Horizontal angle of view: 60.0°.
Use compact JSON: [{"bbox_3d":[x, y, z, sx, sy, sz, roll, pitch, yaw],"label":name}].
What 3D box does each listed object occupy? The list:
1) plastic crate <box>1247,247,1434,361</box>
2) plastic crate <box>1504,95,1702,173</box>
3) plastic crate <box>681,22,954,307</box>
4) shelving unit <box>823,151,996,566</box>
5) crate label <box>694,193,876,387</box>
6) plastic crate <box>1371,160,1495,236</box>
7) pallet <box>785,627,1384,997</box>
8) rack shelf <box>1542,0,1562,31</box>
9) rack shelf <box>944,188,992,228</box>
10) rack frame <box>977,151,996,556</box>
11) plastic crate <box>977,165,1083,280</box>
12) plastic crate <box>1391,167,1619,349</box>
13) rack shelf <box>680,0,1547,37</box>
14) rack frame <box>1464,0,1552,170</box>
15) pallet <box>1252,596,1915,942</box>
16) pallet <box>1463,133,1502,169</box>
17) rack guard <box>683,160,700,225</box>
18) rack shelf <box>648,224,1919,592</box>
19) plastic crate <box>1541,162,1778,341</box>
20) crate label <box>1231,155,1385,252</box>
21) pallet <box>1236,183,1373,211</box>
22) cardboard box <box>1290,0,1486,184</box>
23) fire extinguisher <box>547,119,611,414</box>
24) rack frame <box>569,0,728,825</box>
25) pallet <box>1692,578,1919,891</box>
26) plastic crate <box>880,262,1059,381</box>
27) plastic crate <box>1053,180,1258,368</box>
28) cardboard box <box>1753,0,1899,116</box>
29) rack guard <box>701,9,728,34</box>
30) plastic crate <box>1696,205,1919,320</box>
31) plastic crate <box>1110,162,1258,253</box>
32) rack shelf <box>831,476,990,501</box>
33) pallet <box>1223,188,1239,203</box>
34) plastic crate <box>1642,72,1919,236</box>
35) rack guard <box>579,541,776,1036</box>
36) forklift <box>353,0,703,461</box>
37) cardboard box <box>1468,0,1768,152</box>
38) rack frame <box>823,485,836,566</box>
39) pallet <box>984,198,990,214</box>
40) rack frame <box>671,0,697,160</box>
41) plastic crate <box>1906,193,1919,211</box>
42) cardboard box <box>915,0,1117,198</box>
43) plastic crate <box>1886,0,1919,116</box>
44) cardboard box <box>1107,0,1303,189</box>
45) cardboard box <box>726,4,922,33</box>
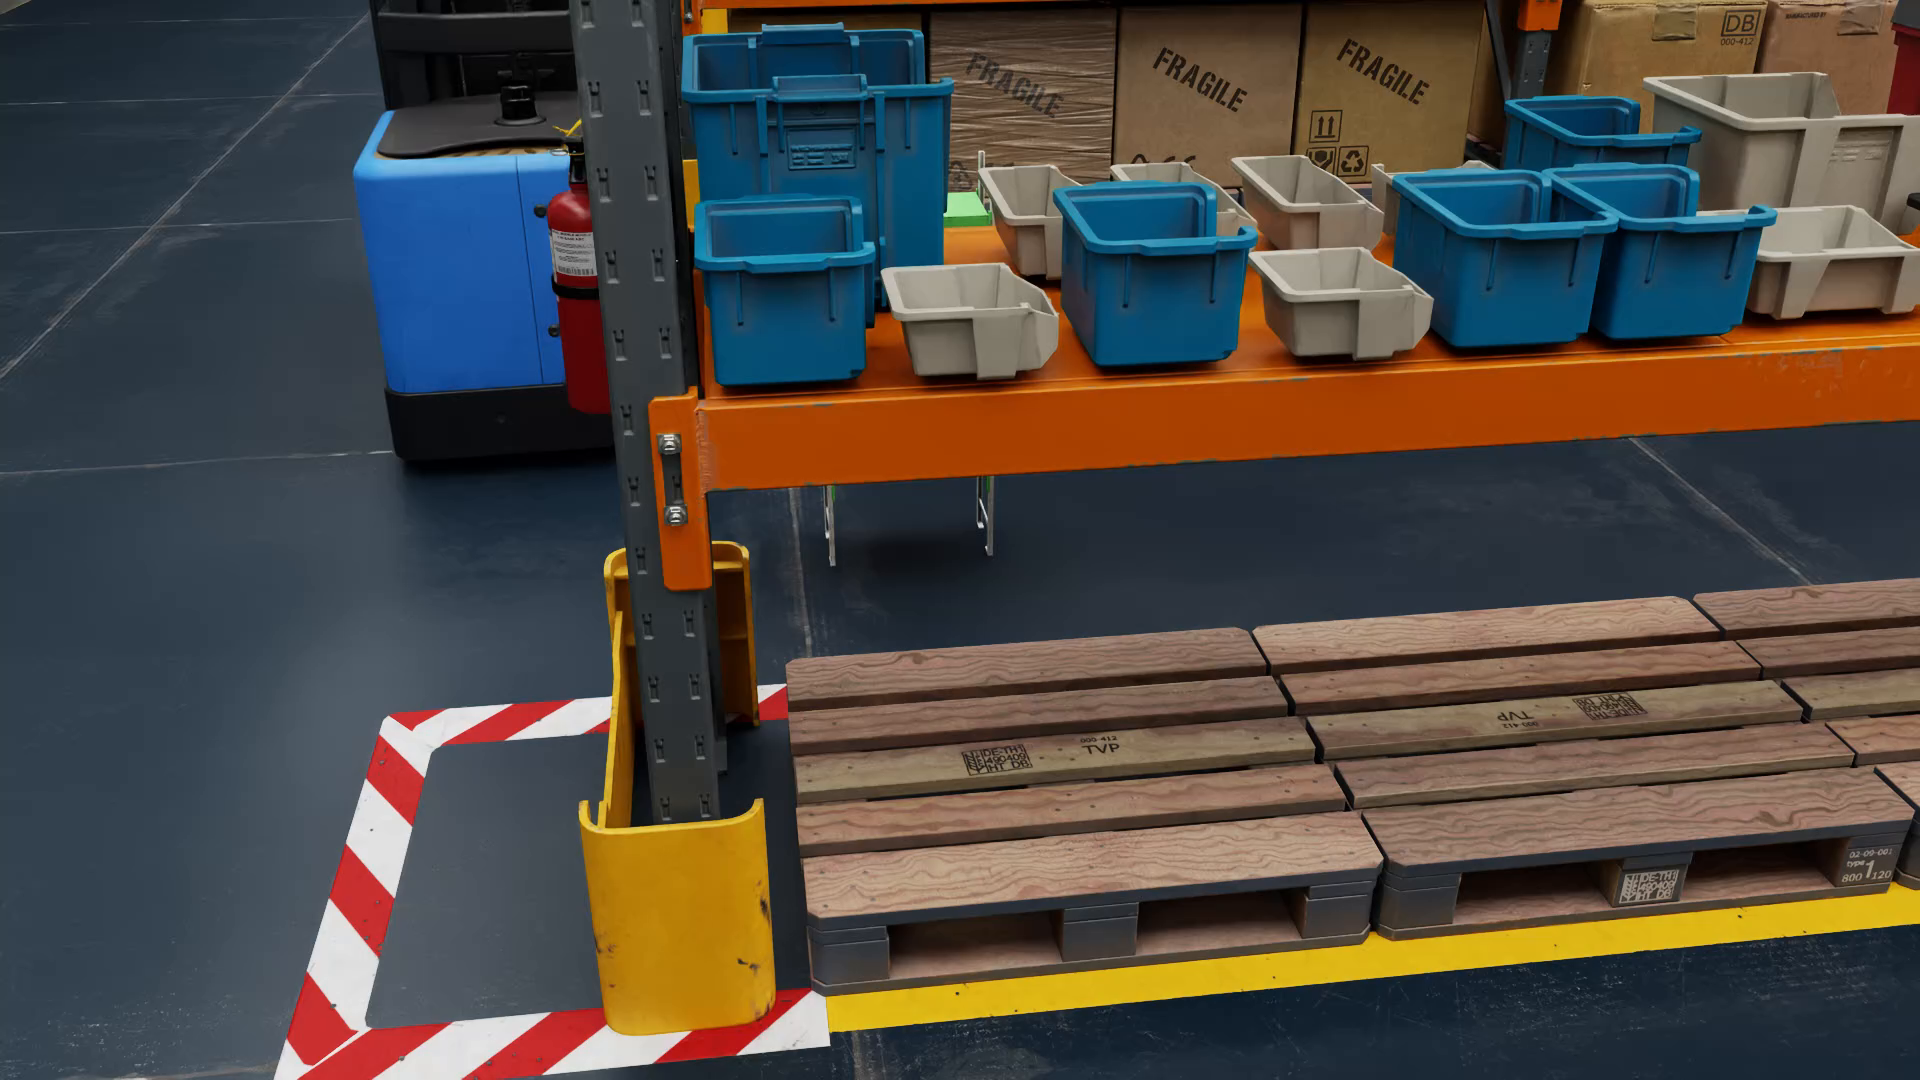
[{"bbox_3d":[0.692,-0.425,3.017,0.298,0.136,0.250,-4,27,-7],"label":"plastic crate"},{"bbox_3d":[1.398,-0.822,3.684,0.300,0.233,0.416,-4,27,-7],"label":"plastic crate"},{"bbox_3d":[-0.294,-0.771,3.363,0.499,0.435,0.616,-4,27,-7],"label":"plastic crate"},{"bbox_3d":[-0.164,-0.523,4.956,0.503,1.200,0.258,-4,27,-7],"label":"shelving unit"},{"bbox_3d":[-0.309,-0.442,2.944,0.303,0.233,0.416,-4,27,-7],"label":"crate label"},{"bbox_3d":[1.035,-0.734,3.618,0.250,0.136,0.298,-4,27,-7],"label":"plastic crate"},{"bbox_3d":[0.223,0.583,3.883,1.213,0.211,1.003,-4,27,-7],"label":"pallet"},{"bbox_3d":[4.652,-2.924,8.450,4.000,0.370,1.077,-4,27,-7],"label":"rack shelf"},{"bbox_3d":[-0.164,-0.894,4.766,0.480,0.148,0.258,-4,27,-7],"label":"rack shelf"},{"bbox_3d":[0.078,-0.539,4.986,0.015,1.200,0.240,-4,27,-7],"label":"rack frame"},{"bbox_3d":[0.183,-0.666,3.486,0.243,0.136,0.396,-4,27,-7],"label":"plastic crate"},{"bbox_3d":[0.995,-0.526,3.107,0.300,0.233,0.416,-4,27,-7],"label":"plastic crate"},{"bbox_3d":[0.691,-2.669,7.955,4.000,0.370,1.077,-4,27,-7],"label":"rack shelf"},{"bbox_3d":[2.671,-3.117,8.038,0.127,3.000,1.000,-4,27,-7],"label":"rack frame"},{"bbox_3d":[1.428,0.507,4.032,1.213,0.211,1.003,-4,27,-7],"label":"pallet"},{"bbox_3d":[3.425,-1.959,8.837,1.213,0.211,1.003,-4,27,-7],"label":"pallet"},{"bbox_3d":[-1.313,-1.748,8.110,0.348,0.500,1.175,-4,27,-7],"label":"rack guard"},{"bbox_3d":[1.381,-0.430,3.591,4.000,0.370,1.077,-4,27,-7],"label":"rack shelf"},{"bbox_3d":[1.292,-0.545,3.144,0.300,0.233,0.416,-4,27,-7],"label":"plastic crate"},{"bbox_3d":[0.744,-0.707,3.565,0.243,0.136,0.396,-4,27,-7],"label":"crate label"},{"bbox_3d":[1.908,-1.863,8.649,1.213,0.211,1.003,-4,27,-7],"label":"pallet"},{"bbox_3d":[2.007,-2.352,8.416,0.875,0.875,0.875,-4,27,-7],"label":"cardboard box"},{"bbox_3d":[-0.812,-0.619,3.663,0.183,0.674,0.296,-4,27,-7],"label":"fire extinguisher"},{"bbox_3d":[-0.600,-0.623,3.179,0.127,3.000,1.000,-4,27,-7],"label":"rack frame"},{"bbox_3d":[2.639,0.427,4.186,1.213,0.211,1.003,-4,27,-7],"label":"pallet"},{"bbox_3d":[0.020,-0.382,2.932,0.298,0.136,0.250,-4,27,-7],"label":"plastic crate"},{"bbox_3d":[0.343,-0.484,3.025,0.300,0.233,0.416,-4,27,-7],"label":"plastic crate"},{"bbox_3d":[4.187,-2.465,8.636,0.875,0.875,1.225,-5,28,-9],"label":"cardboard box"},{"bbox_3d":[-1.805,-4.003,12.505,0.348,0.500,1.175,-4,27,-7],"label":"rack guard"},{"bbox_3d":[1.679,-0.540,3.240,0.466,0.136,0.293,-4,27,-7],"label":"plastic crate"},{"bbox_3d":[0.472,-0.678,3.509,0.243,0.136,0.396,-4,27,-7],"label":"plastic crate"},{"bbox_3d":[-0.164,-0.253,5.094,0.480,0.148,0.258,-4,27,-7],"label":"rack shelf"},{"bbox_3d":[0.697,-1.784,8.495,1.213,0.211,1.003,-4,27,-7],"label":"pallet"},{"bbox_3d":[1.824,-0.838,3.661,0.530,0.282,0.437,-4,27,-7],"label":"plastic crate"},{"bbox_3d":[-0.621,0.496,3.735,0.348,0.500,1.175,-4,27,-7],"label":"rack guard"},{"bbox_3d":[-1.677,-2.222,6.370,1.130,2.935,3.031,-5,28,-9],"label":"forklift"},{"bbox_3d":[3.302,-2.408,8.524,0.875,0.875,1.225,-4,27,-7],"label":"cardboard box"},{"bbox_3d":[-0.406,-0.508,4.925,0.015,1.200,0.240,-4,27,-7],"label":"rack frame"},{"bbox_3d":[-0.509,-1.708,8.347,1.213,0.211,1.003,-4,27,-7],"label":"pallet"},{"bbox_3d":[-1.290,-2.862,7.542,0.127,3.000,1.000,-4,27,-7],"label":"rack frame"},{"bbox_3d":[2.291,-0.589,3.348,0.590,0.125,0.437,-4,27,-7],"label":"plastic crate"},{"bbox_3d":[0.234,-2.238,8.194,0.875,0.875,0.875,-4,27,-7],"label":"cardboard box"},{"bbox_3d":[2.442,-0.989,3.756,0.583,0.464,0.402,-4,27,-7],"label":"plastic crate"},{"bbox_3d":[1.115,-2.295,8.304,0.875,0.875,0.875,-4,27,-7],"label":"cardboard box"},{"bbox_3d":[-0.667,-2.181,8.081,0.875,0.875,0.875,-4,27,-7],"label":"cardboard box"}]
